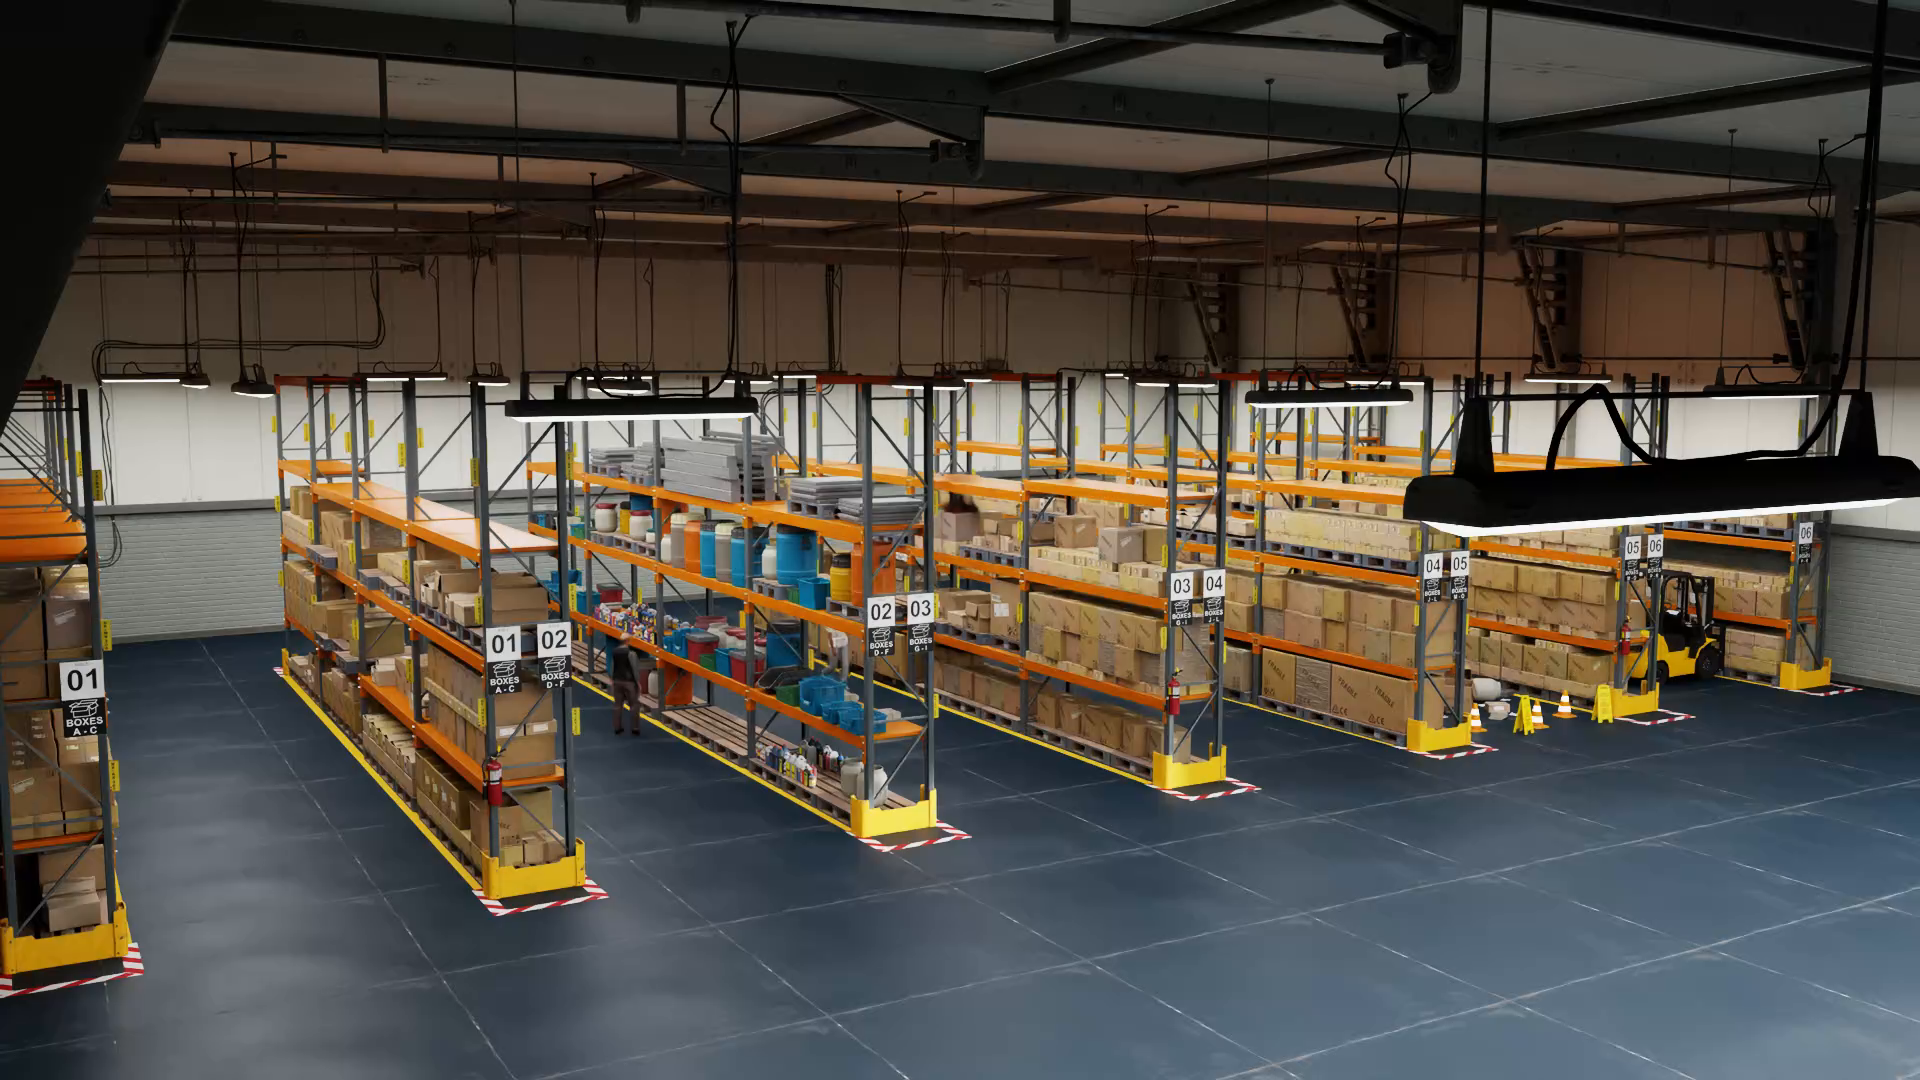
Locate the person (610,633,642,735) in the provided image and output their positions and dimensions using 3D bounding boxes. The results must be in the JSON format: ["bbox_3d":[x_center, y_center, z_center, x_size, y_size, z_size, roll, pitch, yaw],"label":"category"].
[{"bbox_3d":[-5.602,2.409,27.985,0.569,1.726,0.408,3,7,23],"label":"person"}]

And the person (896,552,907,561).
[{"bbox_3d":[-1.416,0.782,43.185,0.496,1.706,0.397,-6,9,-43],"label":"person"}]

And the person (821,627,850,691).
[{"bbox_3d":[-2.302,1.969,31.031,0.455,1.661,0.665,-4,7,-31],"label":"person"}]
